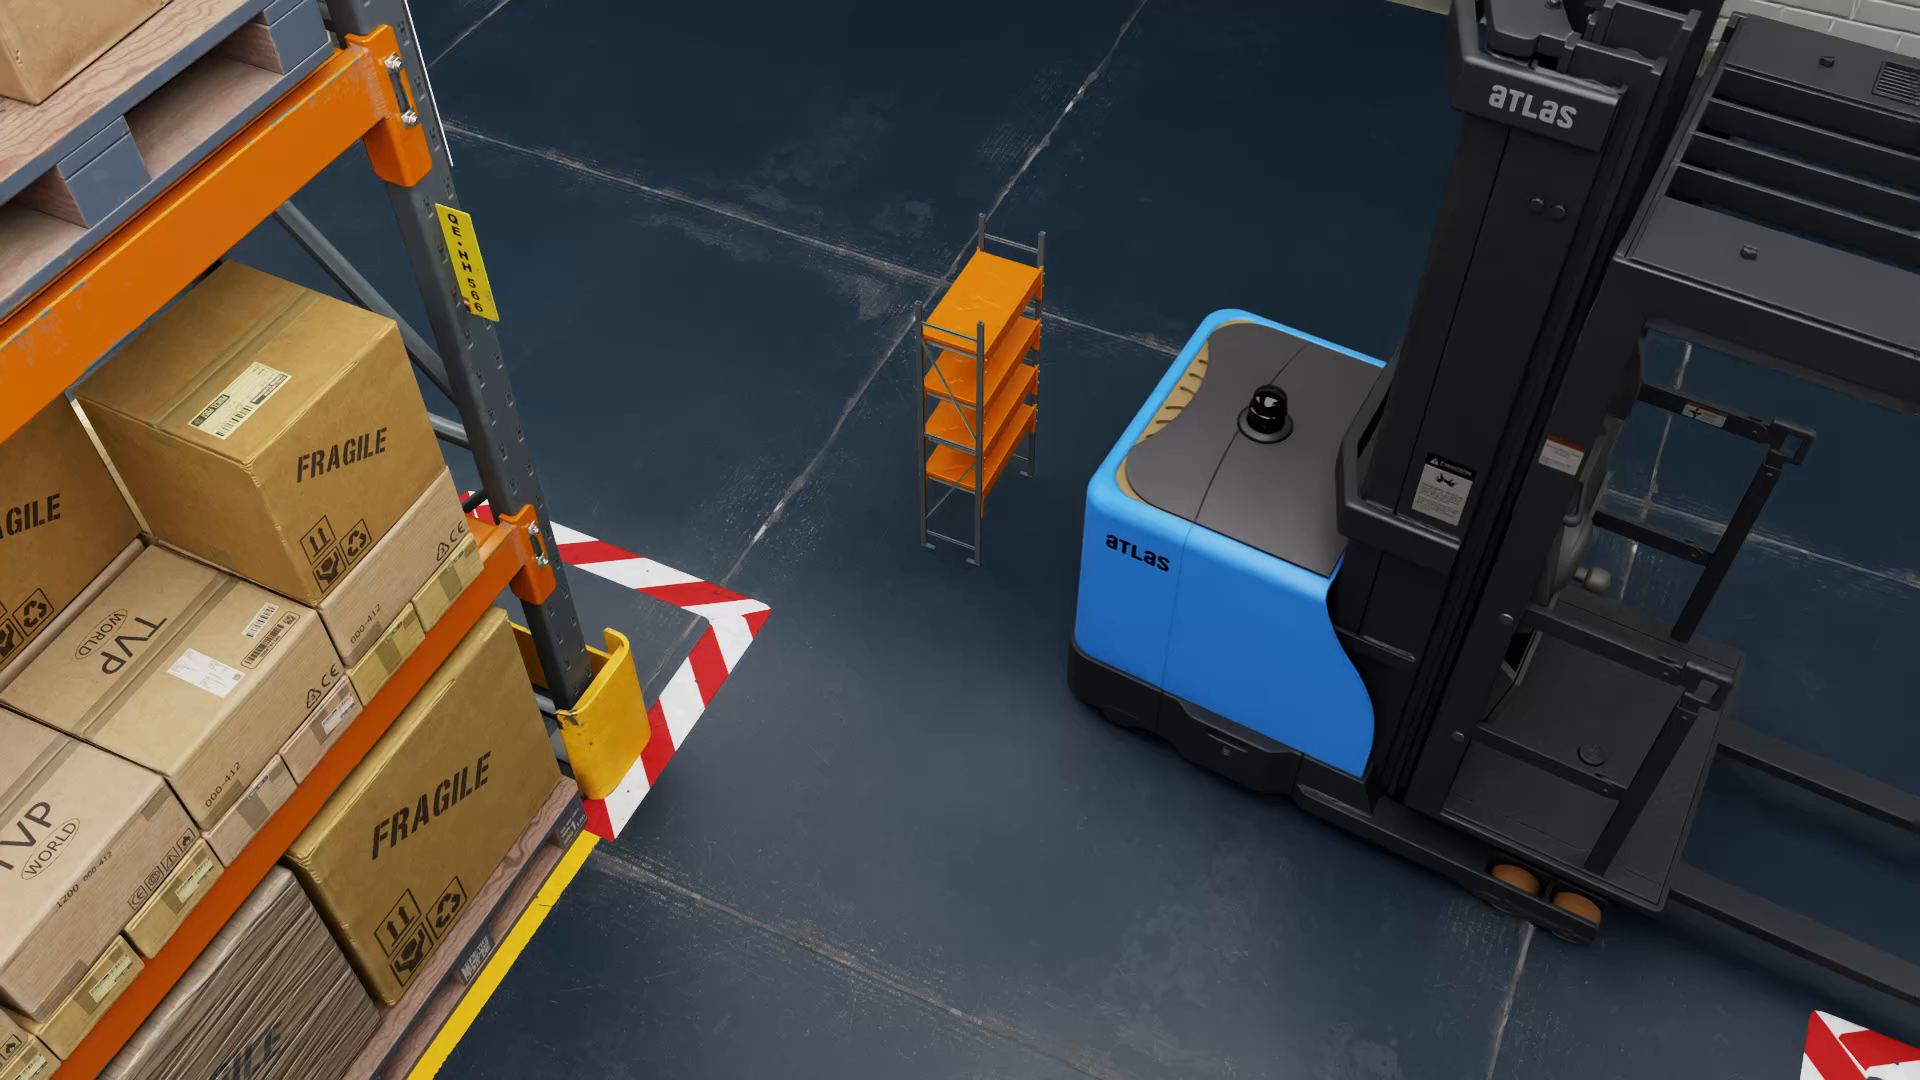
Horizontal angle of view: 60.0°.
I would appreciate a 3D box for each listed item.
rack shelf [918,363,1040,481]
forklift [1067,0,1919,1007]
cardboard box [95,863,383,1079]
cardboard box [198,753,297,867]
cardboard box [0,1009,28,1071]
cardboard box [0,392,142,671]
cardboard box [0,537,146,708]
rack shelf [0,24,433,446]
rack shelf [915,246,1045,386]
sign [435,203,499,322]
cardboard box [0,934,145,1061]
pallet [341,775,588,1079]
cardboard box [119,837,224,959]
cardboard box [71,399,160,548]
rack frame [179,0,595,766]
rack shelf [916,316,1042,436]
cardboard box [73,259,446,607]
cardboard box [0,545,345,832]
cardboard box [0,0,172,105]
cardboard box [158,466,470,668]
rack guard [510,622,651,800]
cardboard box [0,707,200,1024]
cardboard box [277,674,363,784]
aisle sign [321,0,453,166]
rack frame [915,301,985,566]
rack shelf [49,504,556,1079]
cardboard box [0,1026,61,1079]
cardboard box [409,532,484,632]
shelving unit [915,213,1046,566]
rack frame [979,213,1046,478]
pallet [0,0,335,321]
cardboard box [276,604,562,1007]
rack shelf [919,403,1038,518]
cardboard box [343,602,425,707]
[{"bbox_3d":[0.071,-0.459,5.941,0.258,0.148,0.480,20,52,16],"label":"rack shelf"},{"bbox_3d":[1.904,-0.166,4.467,3.031,2.935,1.130,24,54,19],"label":"forklift"},{"bbox_3d":[-2.236,1.262,4.326,0.875,0.875,0.875,20,52,16],"label":"cardboard box"},{"bbox_3d":[-1.827,0.574,3.957,0.380,0.149,0.250,21,53,17],"label":"cardboard box"},{"bbox_3d":[-2.267,1.048,3.292,0.500,0.250,0.500,20,52,16],"label":"cardboard box"},{"bbox_3d":[-2.309,-0.088,3.766,0.500,0.500,0.500,19,52,15],"label":"cardboard box"},{"bbox_3d":[-2.312,0.171,4.038,0.500,0.250,0.500,19,52,16],"label":"cardboard box"},{"bbox_3d":[-2.501,0.254,2.567,1.077,0.370,4.000,20,52,16],"label":"rack shelf"},{"bbox_3d":[0.071,-0.757,5.591,0.258,0.148,0.480,20,52,16],"label":"rack shelf"},{"bbox_3d":[-1.162,-0.650,3.918,0.100,0.325,0.005,20,52,16],"label":"sign"},{"bbox_3d":[-2.046,0.932,3.652,0.380,0.149,0.250,20,52,16],"label":"cardboard box"},{"bbox_3d":[-1.917,1.096,5.179,1.003,0.211,1.213,20,52,16],"label":"pallet"},{"bbox_3d":[-1.936,0.753,3.804,0.380,0.149,0.250,19,52,15],"label":"cardboard box"},{"bbox_3d":[-2.096,-0.189,4.345,0.500,0.250,0.500,19,52,15],"label":"cardboard box"},{"bbox_3d":[-1.646,-0.384,4.607,1.000,3.000,0.127,20,52,16],"label":"rack frame"},{"bbox_3d":[0.071,-0.604,5.771,0.258,0.148,0.480,20,52,16],"label":"rack shelf"},{"bbox_3d":[-1.617,-0.254,3.907,0.500,0.500,0.500,20,53,17],"label":"cardboard box"},{"bbox_3d":[-1.831,0.337,3.897,0.500,0.250,0.500,19,52,15],"label":"cardboard box"},{"bbox_3d":[-1.820,-1.182,2.909,0.700,0.500,0.500,17,52,14],"label":"cardboard box"},{"bbox_3d":[-1.614,-0.012,4.194,0.500,0.250,0.500,19,52,16],"label":"cardboard box"},{"bbox_3d":[-1.636,0.409,5.573,1.175,0.500,0.348,20,52,16],"label":"rack guard"},{"bbox_3d":[-2.048,0.688,3.598,0.500,0.250,0.500,18,52,15],"label":"cardboard box"},{"bbox_3d":[-1.719,0.402,4.103,0.380,0.149,0.250,20,52,16],"label":"cardboard box"},{"bbox_3d":[-1.344,-1.179,3.576,0.394,0.787,0.004,20,52,16],"label":"aisle sign"},{"bbox_3d":[-0.034,-0.335,5.747,0.240,1.200,0.015,20,52,16],"label":"rack frame"},{"bbox_3d":[-2.501,1.226,3.710,1.077,0.370,4.000,20,52,16],"label":"rack shelf"},{"bbox_3d":[-2.154,1.102,3.508,0.380,0.149,0.250,21,53,17],"label":"cardboard box"},{"bbox_3d":[-1.501,0.050,4.403,0.380,0.149,0.250,21,53,17],"label":"cardboard box"},{"bbox_3d":[0.071,-0.503,5.890,0.258,1.200,0.503,20,52,16],"label":"shelving unit"},{"bbox_3d":[0.175,-0.671,6.033,0.240,1.200,0.015,20,52,16],"label":"rack frame"},{"bbox_3d":[-1.954,-0.813,3.061,1.003,0.211,1.213,20,52,16],"label":"pallet"},{"bbox_3d":[-1.848,0.635,4.860,0.875,0.875,0.875,20,52,16],"label":"cardboard box"},{"bbox_3d":[0.071,-0.331,6.092,0.258,0.148,0.480,20,52,16],"label":"rack shelf"},{"bbox_3d":[-1.610,0.229,4.250,0.380,0.149,0.250,20,53,16],"label":"cardboard box"}]
